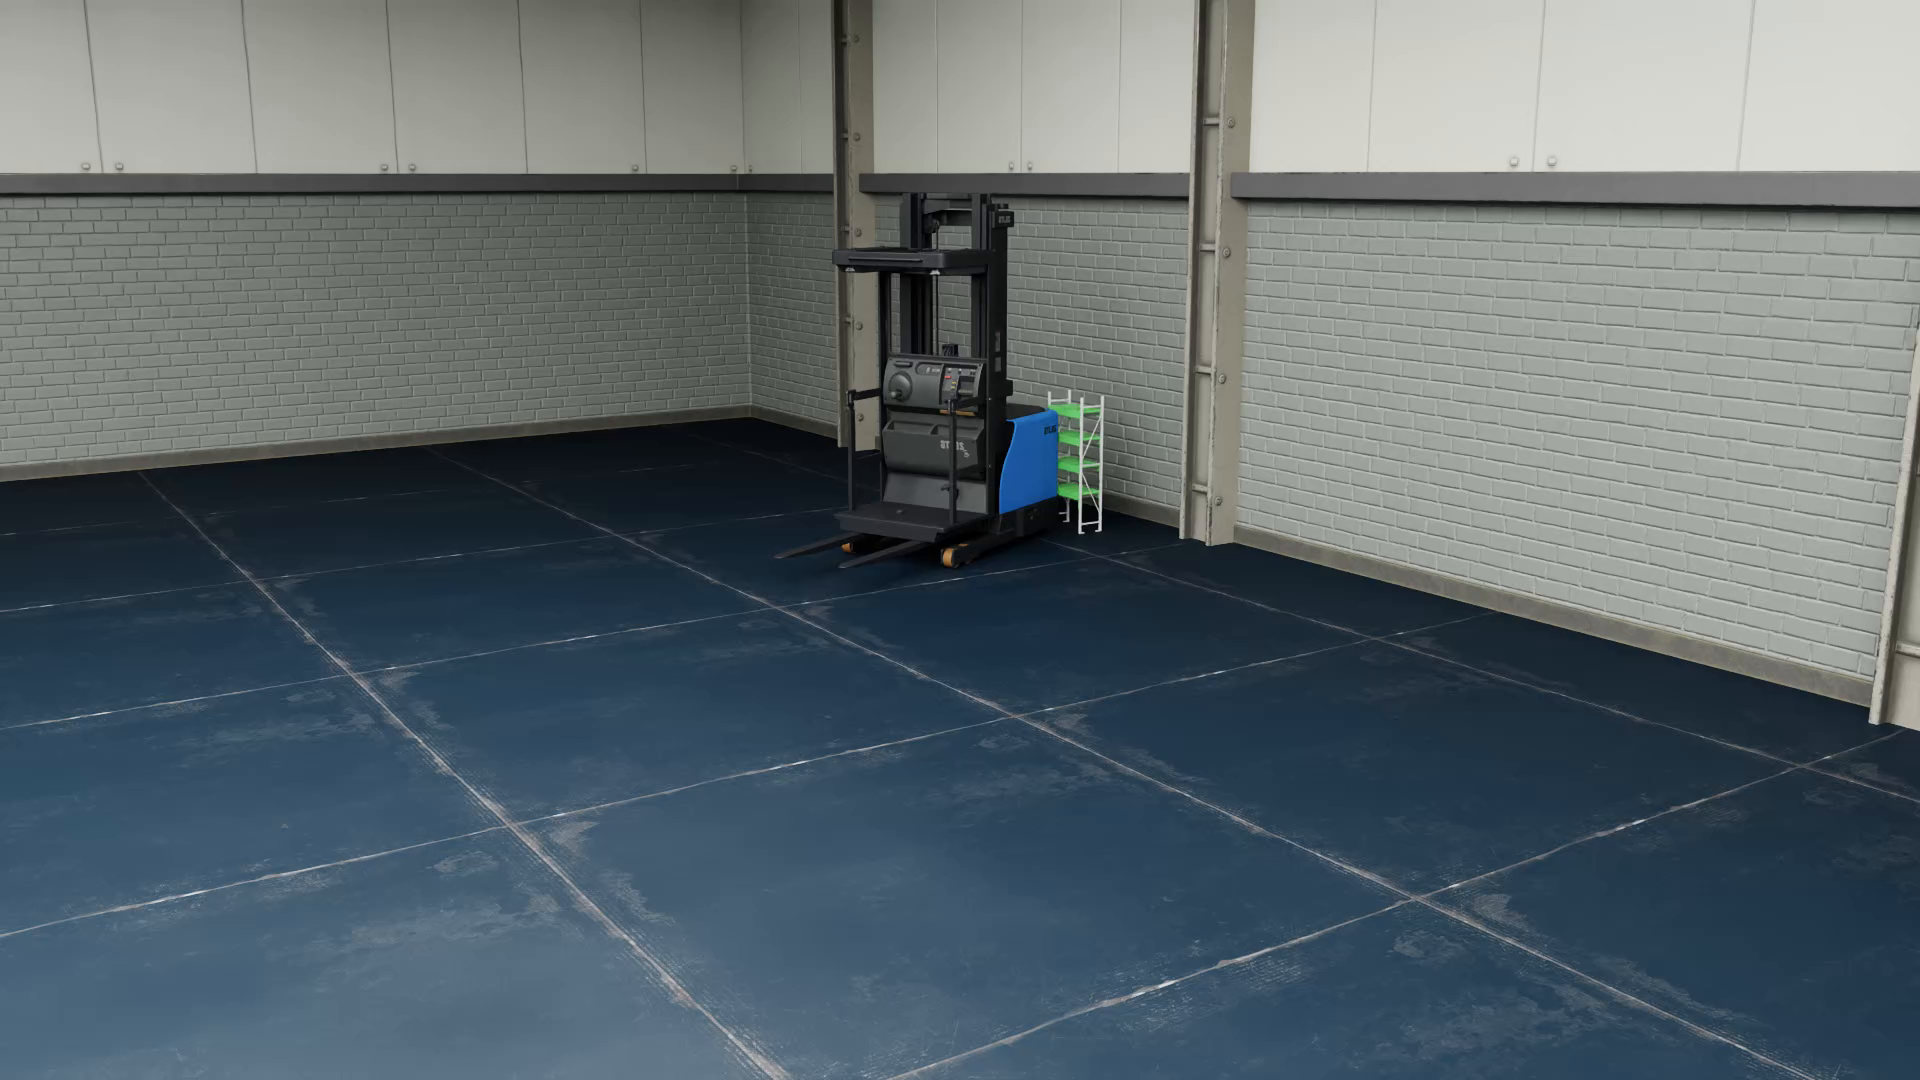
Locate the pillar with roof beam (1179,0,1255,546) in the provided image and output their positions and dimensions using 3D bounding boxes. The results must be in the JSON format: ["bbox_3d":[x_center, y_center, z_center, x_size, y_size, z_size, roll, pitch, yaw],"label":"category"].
[{"bbox_3d":[-1.446,-3.889,11.080,9.100,9.000,0.400,-8,15,-33],"label":"pillar with roof beam"}]

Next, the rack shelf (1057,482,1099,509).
[{"bbox_3d":[1.017,-0.401,14.811,0.258,0.148,0.480,-8,14,-31],"label":"rack shelf"}]

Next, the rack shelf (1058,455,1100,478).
[{"bbox_3d":[1.017,-0.636,14.760,0.258,0.148,0.480,-8,14,-31],"label":"rack shelf"}]

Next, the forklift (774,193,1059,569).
[{"bbox_3d":[-0.334,-1.319,13.532,1.130,2.935,3.031,8,14,31],"label":"forklift"}]

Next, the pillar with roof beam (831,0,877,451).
[{"bbox_3d":[-4.770,-4.956,15.960,9.100,9.000,0.400,-8,15,-33],"label":"pillar with roof beam"}]

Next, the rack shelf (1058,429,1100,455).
[{"bbox_3d":[1.017,-0.870,14.709,0.258,0.148,0.480,-8,14,-31],"label":"rack shelf"}]

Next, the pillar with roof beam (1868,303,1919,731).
[{"bbox_3d":[1.879,-2.822,6.200,9.100,9.000,0.400,-8,15,-33],"label":"pillar with roof beam"}]

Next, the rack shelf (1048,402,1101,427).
[{"bbox_3d":[1.017,-1.105,14.657,0.258,0.148,0.480,-8,14,-31],"label":"rack shelf"}]

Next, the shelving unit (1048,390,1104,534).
[{"bbox_3d":[1.017,-0.698,14.746,0.258,1.200,0.503,-8,14,-31],"label":"shelving unit"}]

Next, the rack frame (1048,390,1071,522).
[{"bbox_3d":[0.888,-0.742,14.948,0.240,1.200,0.015,-8,14,-31],"label":"rack frame"}]

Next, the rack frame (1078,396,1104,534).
[{"bbox_3d":[1.146,-0.654,14.544,0.240,1.200,0.015,-8,14,-31],"label":"rack frame"}]
